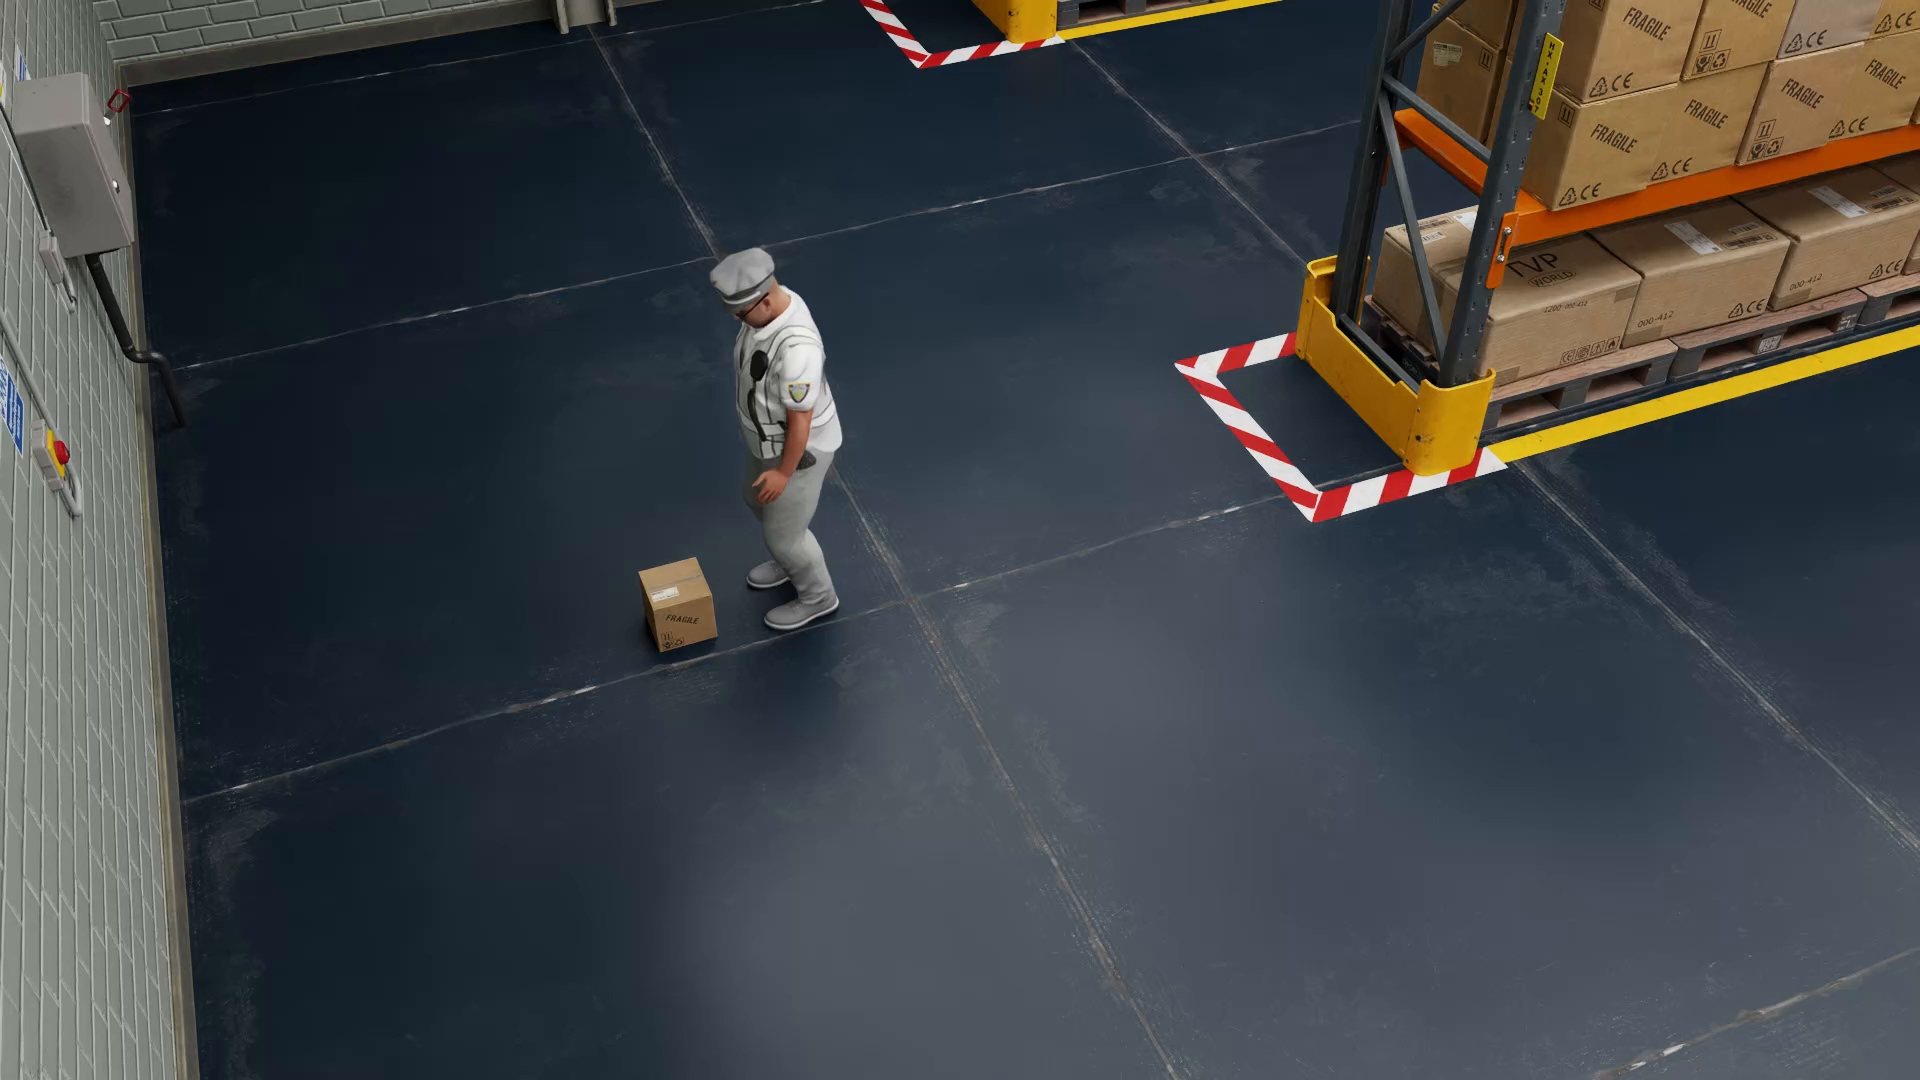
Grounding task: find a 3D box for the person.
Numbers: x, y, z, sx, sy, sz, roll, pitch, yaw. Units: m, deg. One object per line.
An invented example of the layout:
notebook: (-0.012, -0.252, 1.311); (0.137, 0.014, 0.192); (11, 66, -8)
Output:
person: (-0.700, -0.389, 6.627); (0.440, 1.720, 0.547); (-14, 43, -16)
